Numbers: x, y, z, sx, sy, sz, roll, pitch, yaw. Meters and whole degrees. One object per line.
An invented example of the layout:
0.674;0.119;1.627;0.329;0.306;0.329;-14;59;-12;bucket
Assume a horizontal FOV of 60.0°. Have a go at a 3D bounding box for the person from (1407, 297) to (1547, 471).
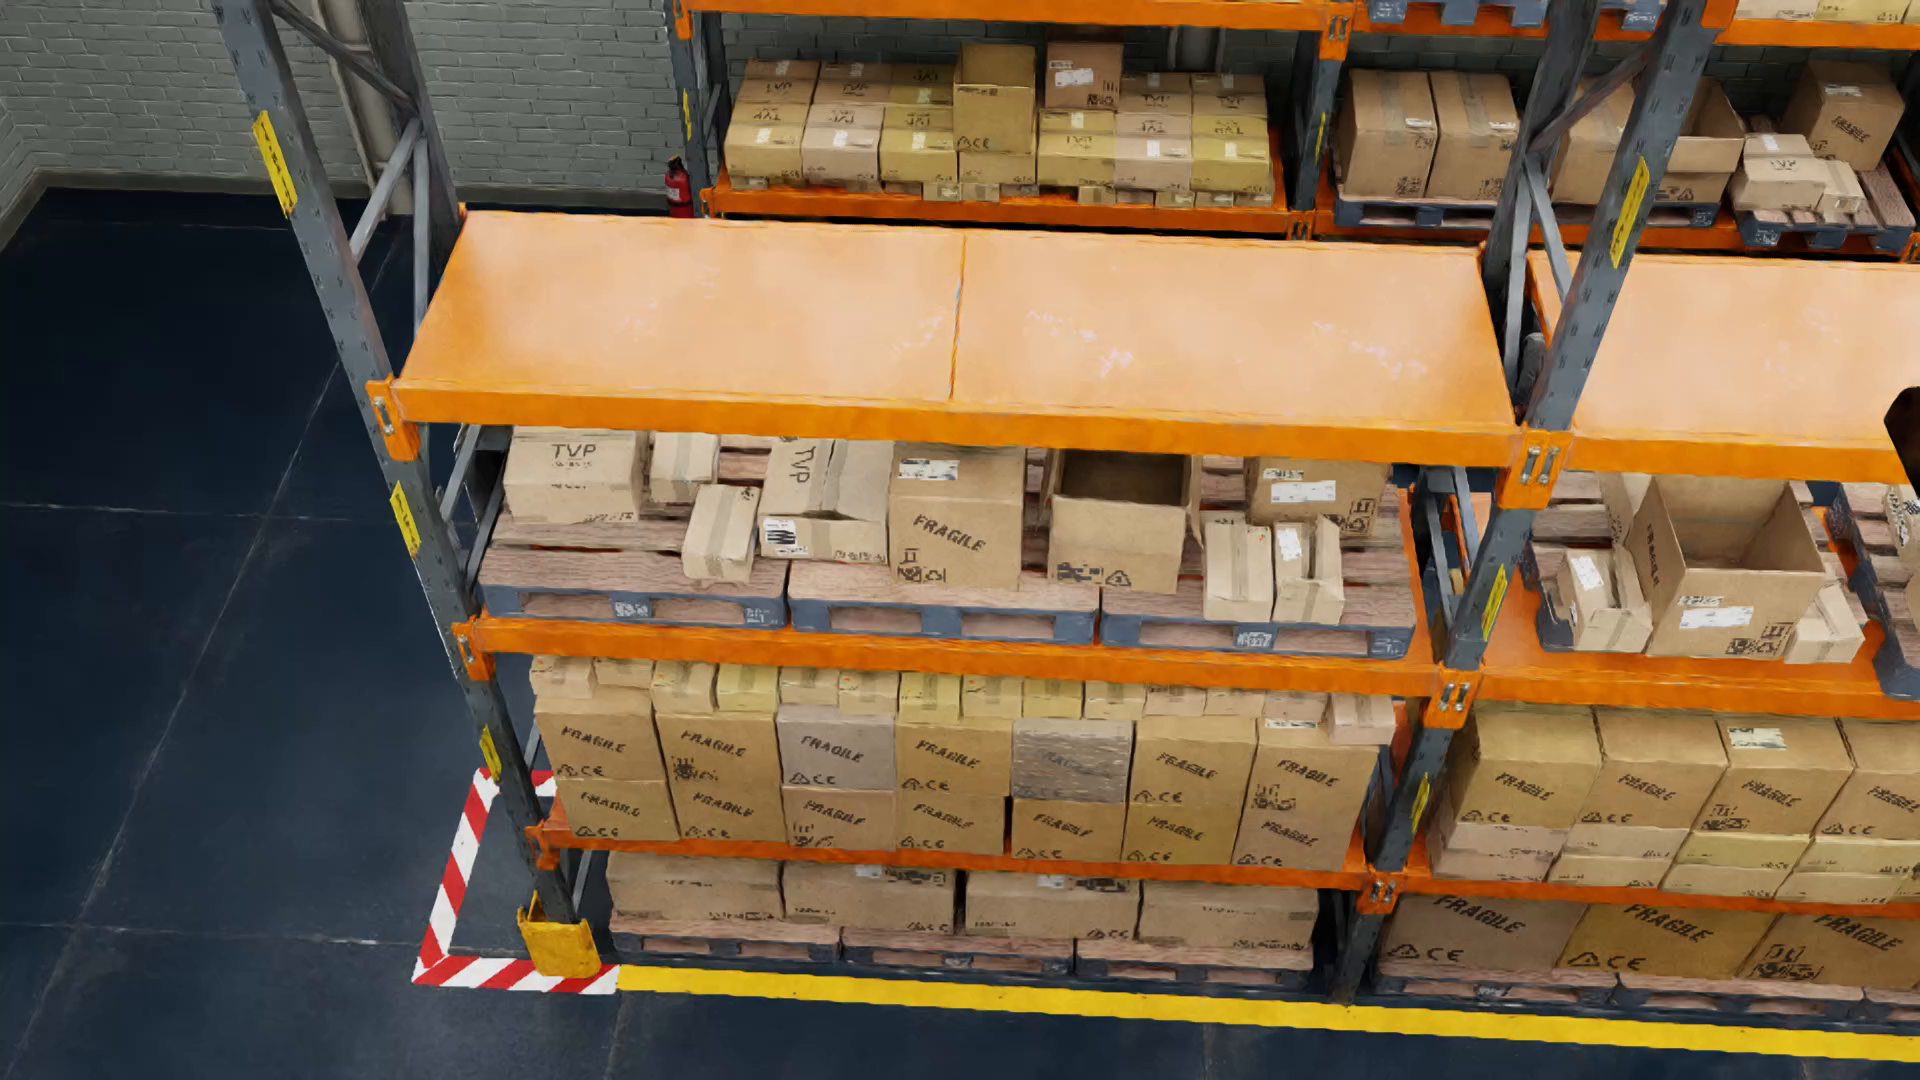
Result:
3.538;-1.027;10.548;1.115;1.648;0.536;4;48;4;person
